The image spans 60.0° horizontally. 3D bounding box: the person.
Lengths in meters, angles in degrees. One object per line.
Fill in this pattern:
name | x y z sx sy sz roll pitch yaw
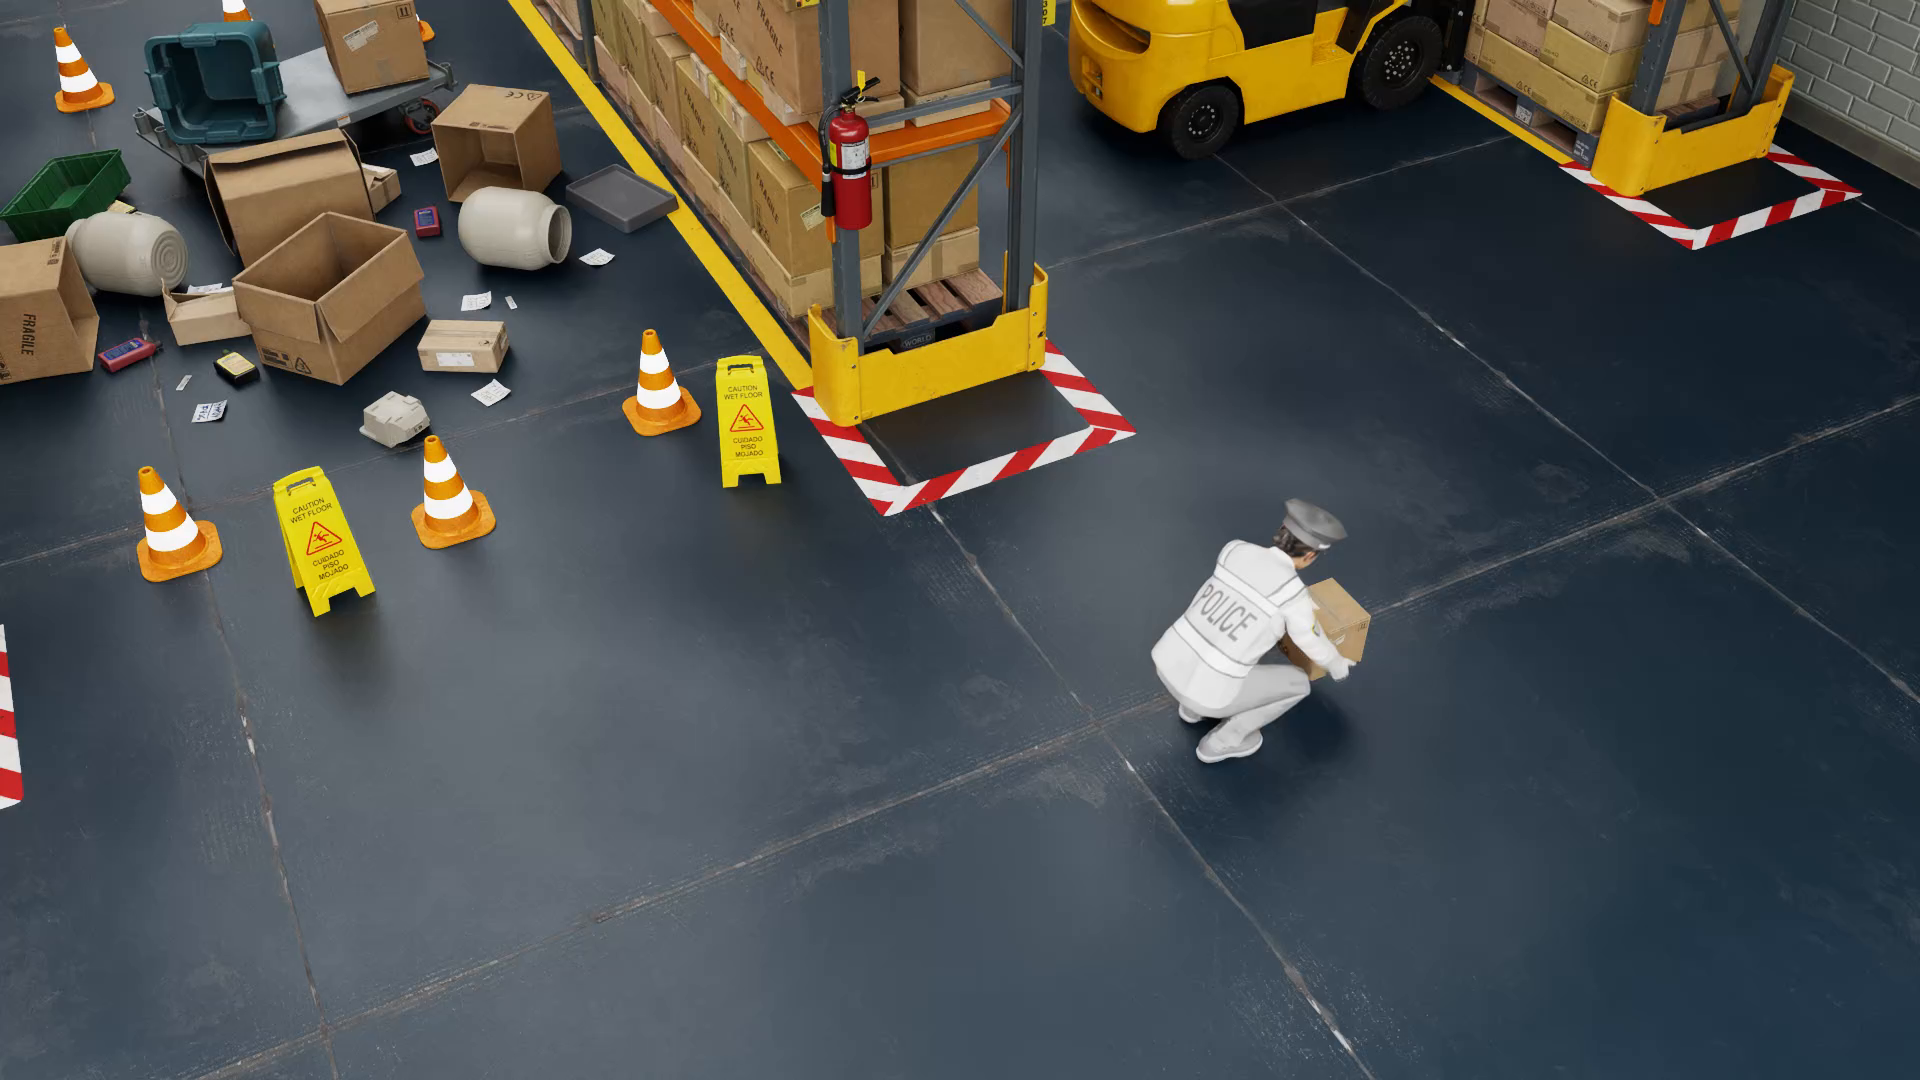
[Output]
person | 1.123 0.338 6.312 0.836 0.971 0.470 -20 45 -21
